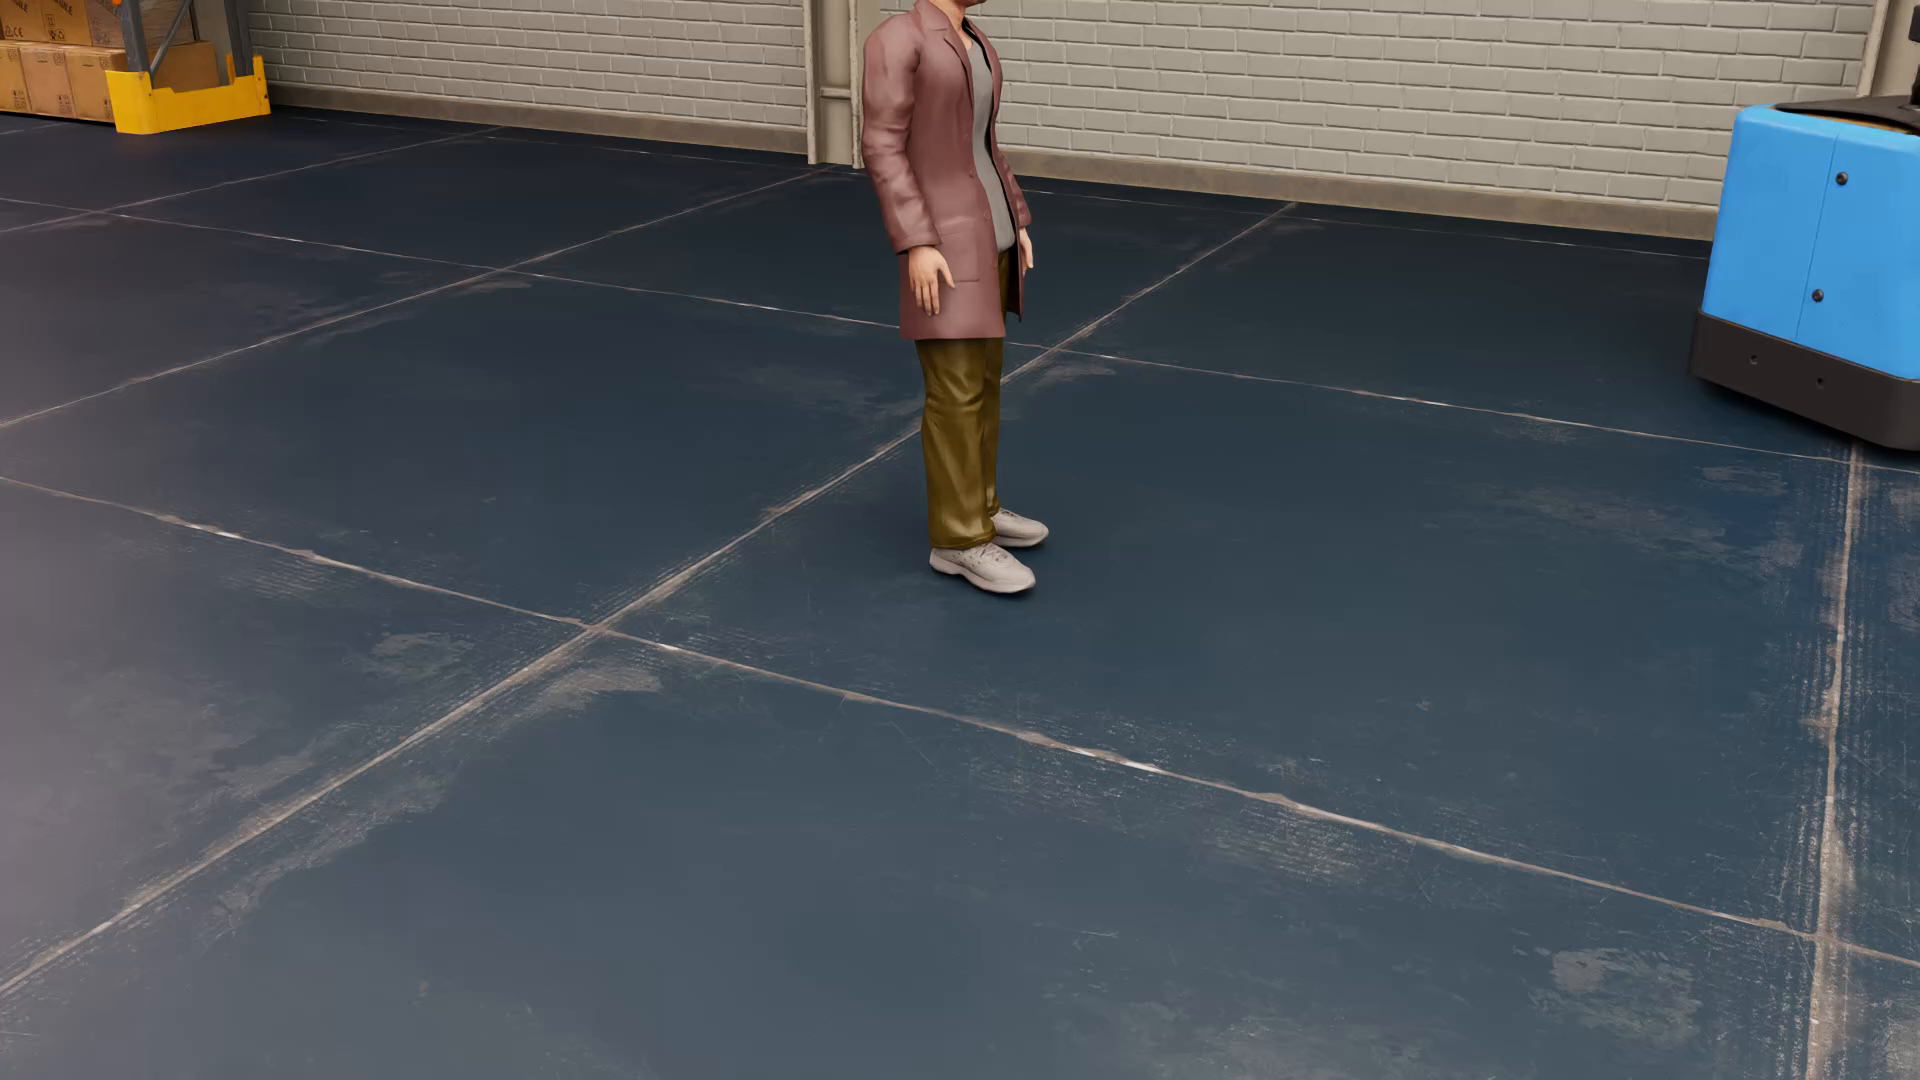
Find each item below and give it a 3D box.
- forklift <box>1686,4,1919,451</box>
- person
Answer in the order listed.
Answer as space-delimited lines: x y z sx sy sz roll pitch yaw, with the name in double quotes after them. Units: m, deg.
4.377 -1.973 5.968 3.031 2.935 1.130 -9 24 -19 "forklift"
0.078 -0.808 4.674 0.582 1.776 0.696 11 25 25 "person"
